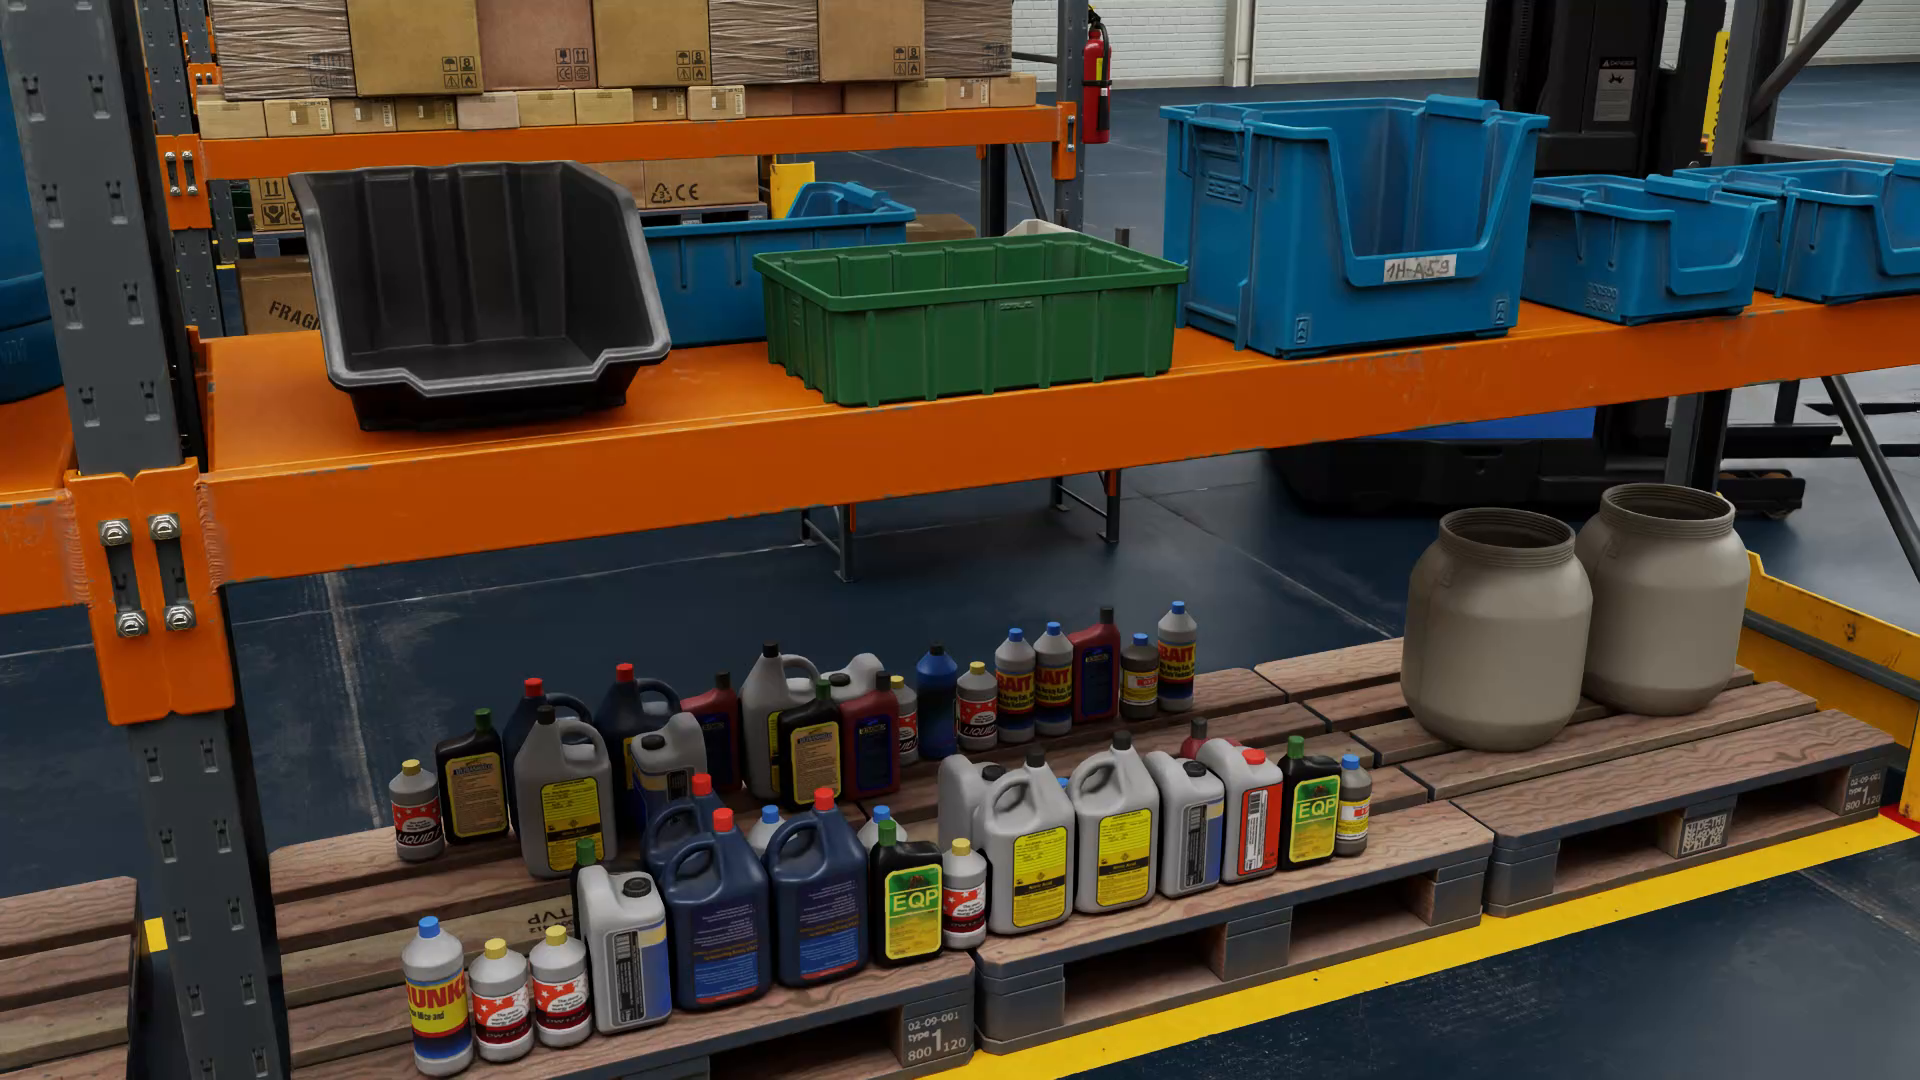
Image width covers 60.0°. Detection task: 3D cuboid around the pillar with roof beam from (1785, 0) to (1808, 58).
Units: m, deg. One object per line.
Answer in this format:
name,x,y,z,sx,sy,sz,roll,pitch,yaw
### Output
pillar with roof beam,17.216,-11.842,26.104,0.400,9.000,9.100,-8,21,-22

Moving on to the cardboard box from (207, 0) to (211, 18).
cardboard box,-6.719,-5.105,15.407,0.500,0.500,0.500,-8,21,-22

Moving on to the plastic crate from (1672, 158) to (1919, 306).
plastic crate,1.986,-0.712,3.750,0.616,0.251,0.499,-8,21,-22

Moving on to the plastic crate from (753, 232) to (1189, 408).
plastic crate,0.012,-0.405,2.975,0.662,0.188,0.450,-8,21,-22

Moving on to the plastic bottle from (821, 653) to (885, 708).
plastic bottle,-0.245,0.404,3.796,0.135,0.276,0.152,-8,21,-21

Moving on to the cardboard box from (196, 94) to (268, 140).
cardboard box,-2.991,-1.741,6.829,0.250,0.149,0.380,-8,21,-22

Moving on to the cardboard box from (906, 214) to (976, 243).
cardboard box,-0.215,-1.391,8.588,0.500,0.500,0.500,-4,20,-12

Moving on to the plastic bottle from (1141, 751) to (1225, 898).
plastic bottle,0.444,0.557,3.363,0.135,0.276,0.152,-9,21,-23

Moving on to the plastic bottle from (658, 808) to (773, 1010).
plastic bottle,-0.440,0.650,2.986,0.185,0.351,0.144,-8,21,-20

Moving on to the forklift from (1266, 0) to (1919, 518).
forklift,2.780,-1.641,6.270,3.031,2.935,1.130,-1,19,-2

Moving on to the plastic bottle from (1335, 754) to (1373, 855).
plastic bottle,0.814,0.549,3.498,0.097,0.201,0.097,0,19,0

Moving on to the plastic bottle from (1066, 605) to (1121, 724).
plastic bottle,0.324,0.303,4.074,0.133,0.283,0.061,-8,21,-21

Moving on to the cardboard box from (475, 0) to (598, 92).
cardboard box,-1.978,-2.302,7.446,0.500,0.500,0.875,-8,21,-22

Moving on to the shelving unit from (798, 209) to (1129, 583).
shelving unit,-0.006,-0.530,5.833,1.048,1.125,0.538,-8,21,-22

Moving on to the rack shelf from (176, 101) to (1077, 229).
rack shelf,-1.471,-1.847,7.834,4.000,0.370,1.077,-8,21,-22

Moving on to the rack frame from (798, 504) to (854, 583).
rack frame,-0.473,-0.463,5.643,0.032,1.125,0.500,-8,21,-22

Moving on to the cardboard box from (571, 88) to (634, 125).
cardboard box,-1.619,-1.942,7.401,0.250,0.149,0.380,-8,21,-22

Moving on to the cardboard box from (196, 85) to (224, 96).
cardboard box,-3.227,-1.922,7.344,0.250,0.149,0.380,-8,21,-22

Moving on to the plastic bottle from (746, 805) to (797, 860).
plastic bottle,-0.355,0.631,3.158,0.097,0.271,0.097,0,19,0

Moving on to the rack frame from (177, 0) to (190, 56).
rack frame,-7.233,-4.945,15.550,0.127,3.000,1.000,-8,21,-22

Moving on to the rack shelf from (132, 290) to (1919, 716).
rack shelf,0.490,-0.336,3.544,4.000,0.370,1.077,-8,21,-22

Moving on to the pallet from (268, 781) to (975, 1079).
pallet,-0.713,0.827,3.355,1.213,0.211,1.003,-8,21,-22

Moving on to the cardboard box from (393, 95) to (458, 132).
cardboard box,-2.312,-1.847,7.130,0.250,0.149,0.380,-8,21,-22

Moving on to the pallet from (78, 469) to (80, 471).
pallet,-4.022,-0.505,7.138,1.213,0.211,1.003,-8,21,-22

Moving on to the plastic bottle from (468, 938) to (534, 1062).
plastic bottle,-0.787,0.778,2.846,0.097,0.201,0.097,0,19,0

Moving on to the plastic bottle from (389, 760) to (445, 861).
plastic bottle,-1.136,0.557,3.474,0.097,0.201,0.097,0,19,0

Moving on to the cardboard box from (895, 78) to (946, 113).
cardboard box,-0.254,-2.149,7.987,0.250,0.149,0.380,-8,21,-22

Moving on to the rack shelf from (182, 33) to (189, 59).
rack shelf,-9.070,-4.343,14.922,4.000,0.370,1.077,-8,21,-22

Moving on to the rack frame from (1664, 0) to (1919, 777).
rack frame,2.327,-0.939,4.172,0.127,3.000,1.000,-8,21,-22

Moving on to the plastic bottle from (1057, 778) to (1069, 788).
plastic bottle,0.206,0.584,3.398,0.097,0.201,0.097,0,19,0

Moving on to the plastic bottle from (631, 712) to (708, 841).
plastic bottle,-0.611,0.509,3.500,0.135,0.276,0.152,-8,21,-22

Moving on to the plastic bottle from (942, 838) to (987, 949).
plastic bottle,0.002,0.665,3.167,0.097,0.201,0.097,0,19,0

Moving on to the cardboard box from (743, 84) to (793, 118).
cardboard box,-0.956,-2.061,7.737,0.250,0.149,0.380,-8,21,-22

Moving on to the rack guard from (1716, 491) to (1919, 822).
rack guard,2.276,0.265,4.518,0.348,0.500,1.175,-8,21,-22

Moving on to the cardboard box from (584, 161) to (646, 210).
cardboard box,-2.911,-2.945,12.437,0.875,0.875,0.875,-9,21,-23

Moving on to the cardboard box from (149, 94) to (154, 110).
cardboard box,-9.677,-5.464,19.968,0.625,0.625,0.875,-7,21,-20

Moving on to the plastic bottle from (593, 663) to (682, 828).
plastic bottle,-0.693,0.432,3.606,0.185,0.351,0.144,-9,21,-25

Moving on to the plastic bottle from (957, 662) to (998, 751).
plastic bottle,0.041,0.388,3.954,0.097,0.201,0.097,0,19,0

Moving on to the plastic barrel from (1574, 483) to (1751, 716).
plastic barrel,1.753,0.146,4.203,0.421,0.512,0.421,0,19,0

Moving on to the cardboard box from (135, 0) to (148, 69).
cardboard box,-5.553,-3.346,10.857,0.500,0.500,0.500,-8,21,-22

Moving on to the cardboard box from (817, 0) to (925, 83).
cardboard box,-0.563,-2.470,7.923,0.500,0.500,0.875,-8,21,-22

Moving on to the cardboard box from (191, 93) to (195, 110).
cardboard box,-6.501,-3.584,14.309,0.500,0.500,0.500,-8,21,-22

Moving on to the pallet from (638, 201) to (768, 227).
pallet,-2.210,-2.531,12.892,1.213,0.211,1.003,-8,21,-22
